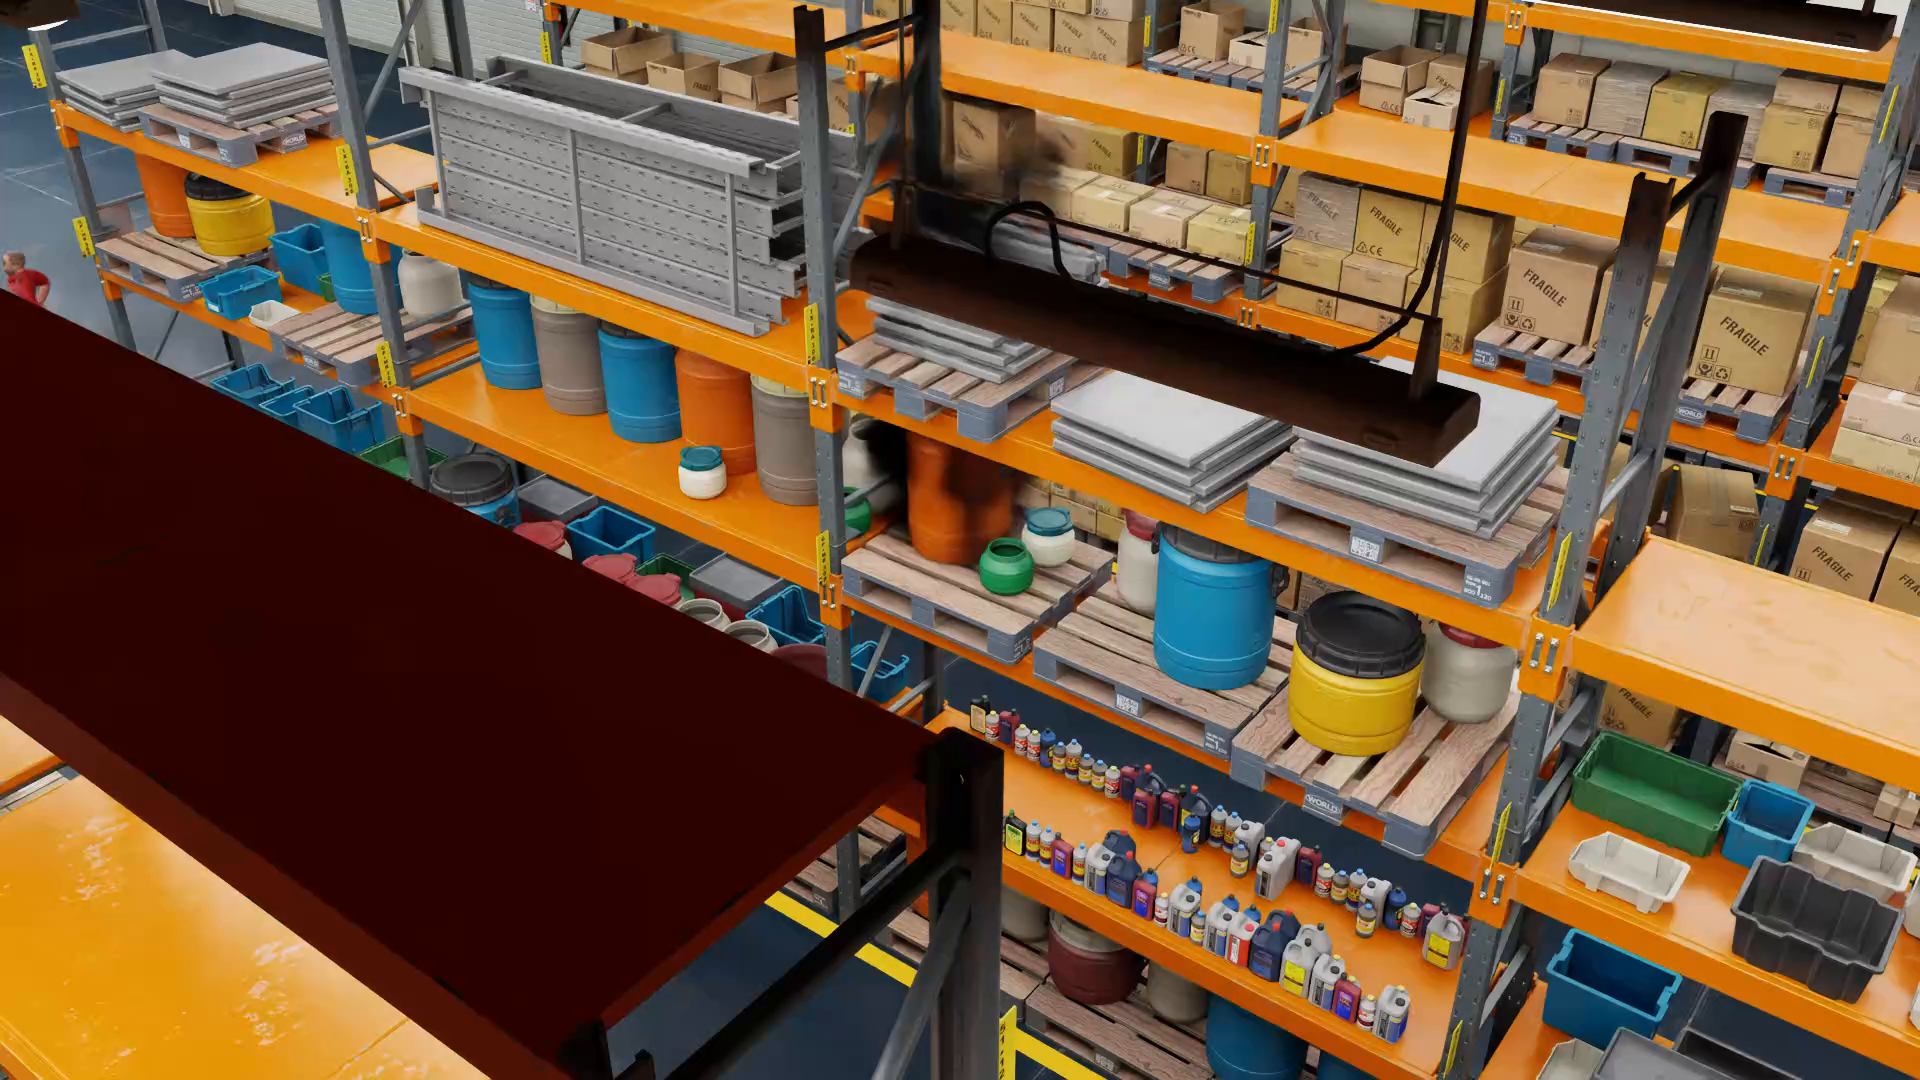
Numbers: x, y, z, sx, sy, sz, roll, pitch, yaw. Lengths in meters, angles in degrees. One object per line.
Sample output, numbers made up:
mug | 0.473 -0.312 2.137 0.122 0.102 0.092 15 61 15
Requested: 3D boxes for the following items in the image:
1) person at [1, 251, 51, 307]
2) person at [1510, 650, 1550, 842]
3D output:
person | -9.600 -2.156 17.181 0.714 1.740 0.638 -17 35 -26
person | 3.607 1.310 11.051 0.622 1.744 0.696 17 35 25
